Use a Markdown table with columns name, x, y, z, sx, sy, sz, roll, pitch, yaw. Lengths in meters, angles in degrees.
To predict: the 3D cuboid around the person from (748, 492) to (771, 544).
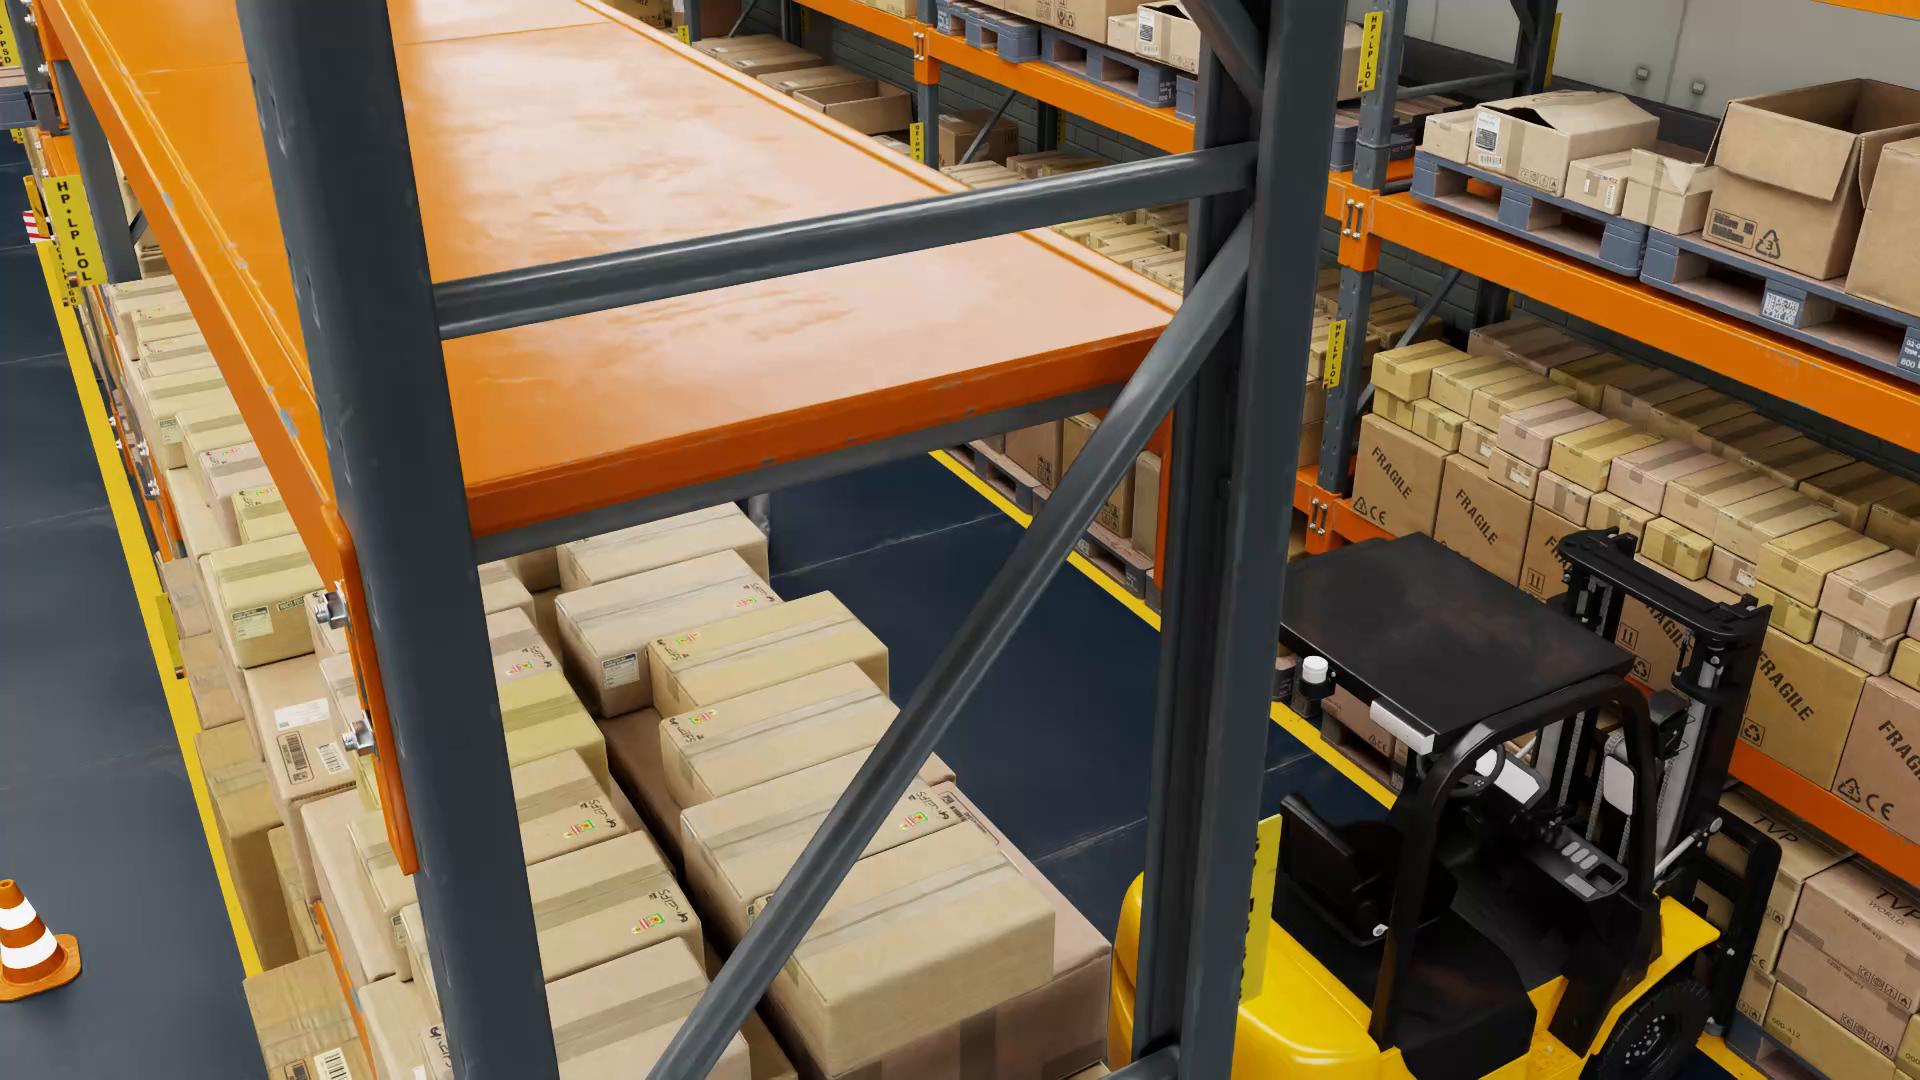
| name | x | y | z | sx | sy | sz | roll | pitch | yaw |
| --- | --- | --- | --- | --- | --- | --- | --- | --- | --- |
| person | -1.332 | -0.909 | 10.188 | 0.604 | 1.719 | 1.031 | -4 | 29 | -8 |
